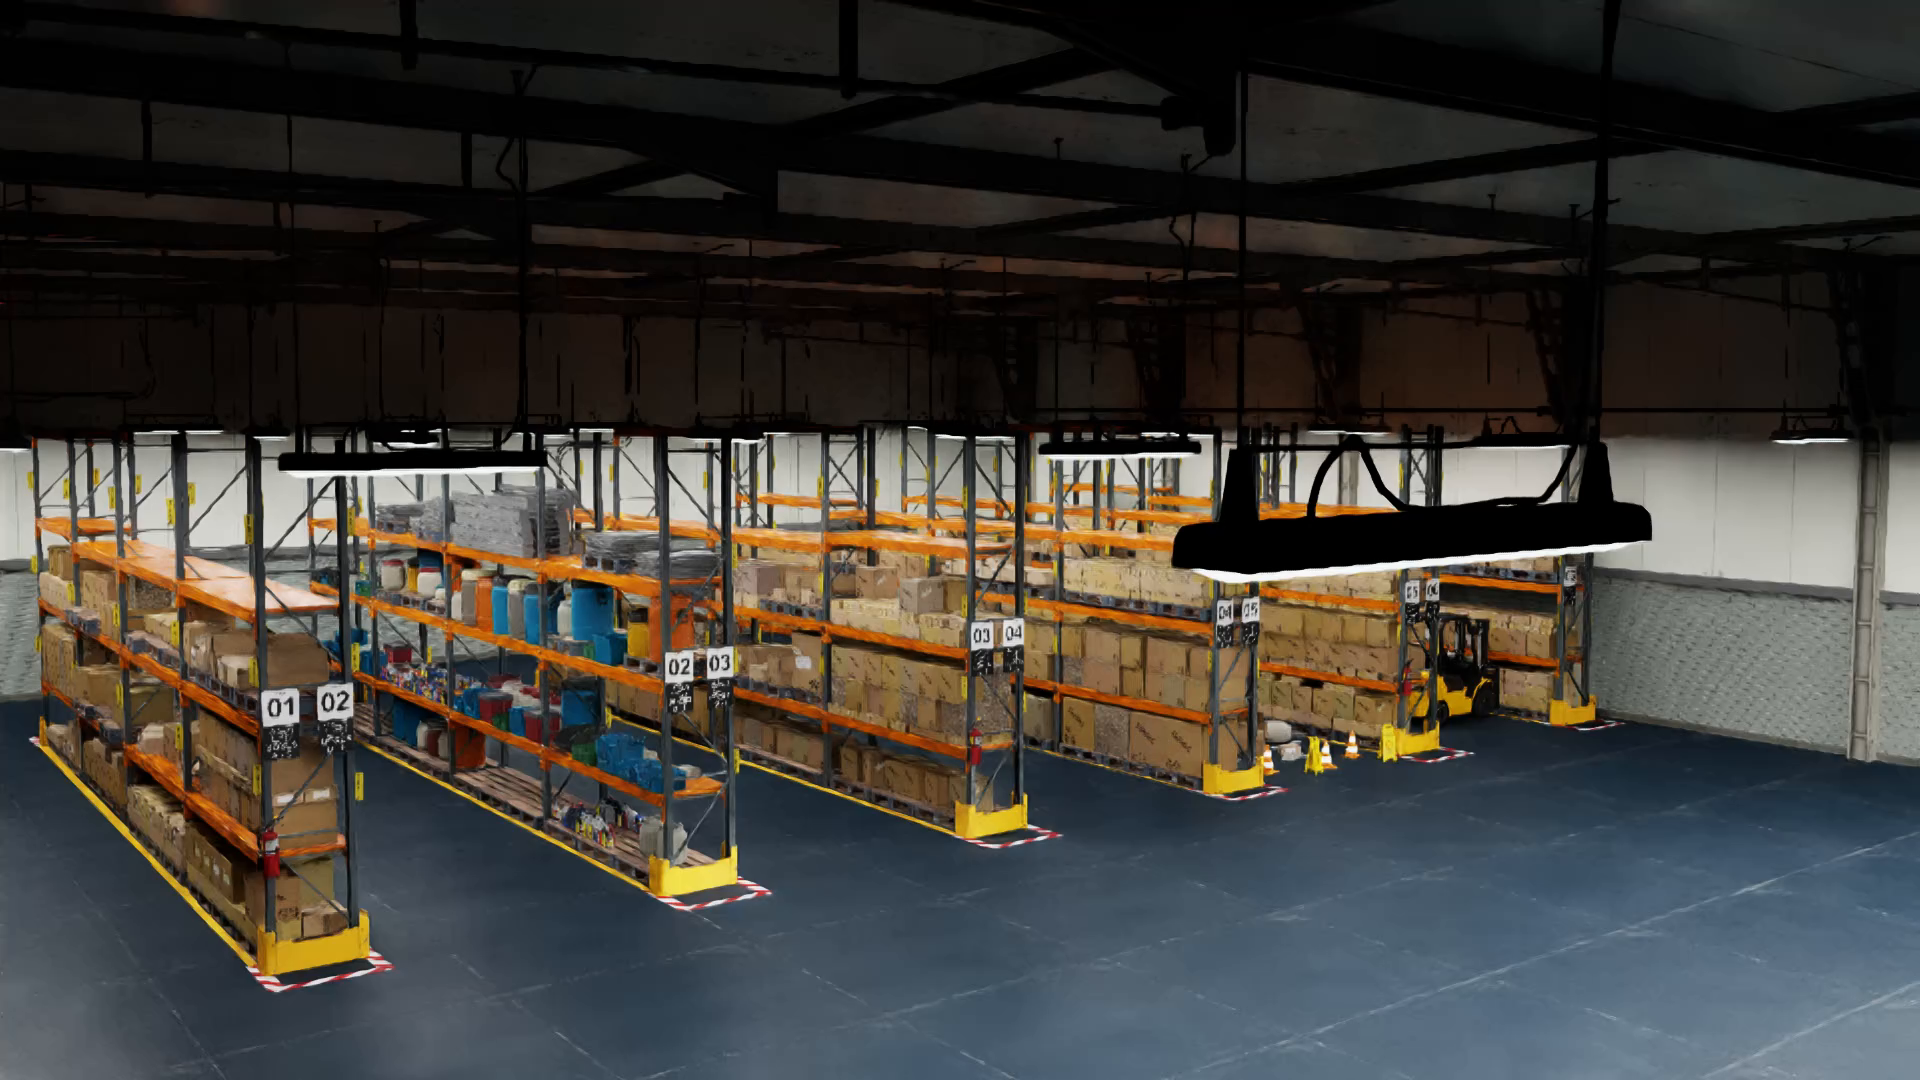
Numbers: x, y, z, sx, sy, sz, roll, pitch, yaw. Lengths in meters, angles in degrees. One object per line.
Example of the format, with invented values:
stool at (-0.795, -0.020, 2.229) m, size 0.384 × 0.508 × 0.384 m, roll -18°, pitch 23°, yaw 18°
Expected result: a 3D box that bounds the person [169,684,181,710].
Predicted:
person at (-16.594, 2.779, 34.668) m, size 0.562 × 1.651 × 0.734 m, roll 0°, pitch 4°, yaw 0°
